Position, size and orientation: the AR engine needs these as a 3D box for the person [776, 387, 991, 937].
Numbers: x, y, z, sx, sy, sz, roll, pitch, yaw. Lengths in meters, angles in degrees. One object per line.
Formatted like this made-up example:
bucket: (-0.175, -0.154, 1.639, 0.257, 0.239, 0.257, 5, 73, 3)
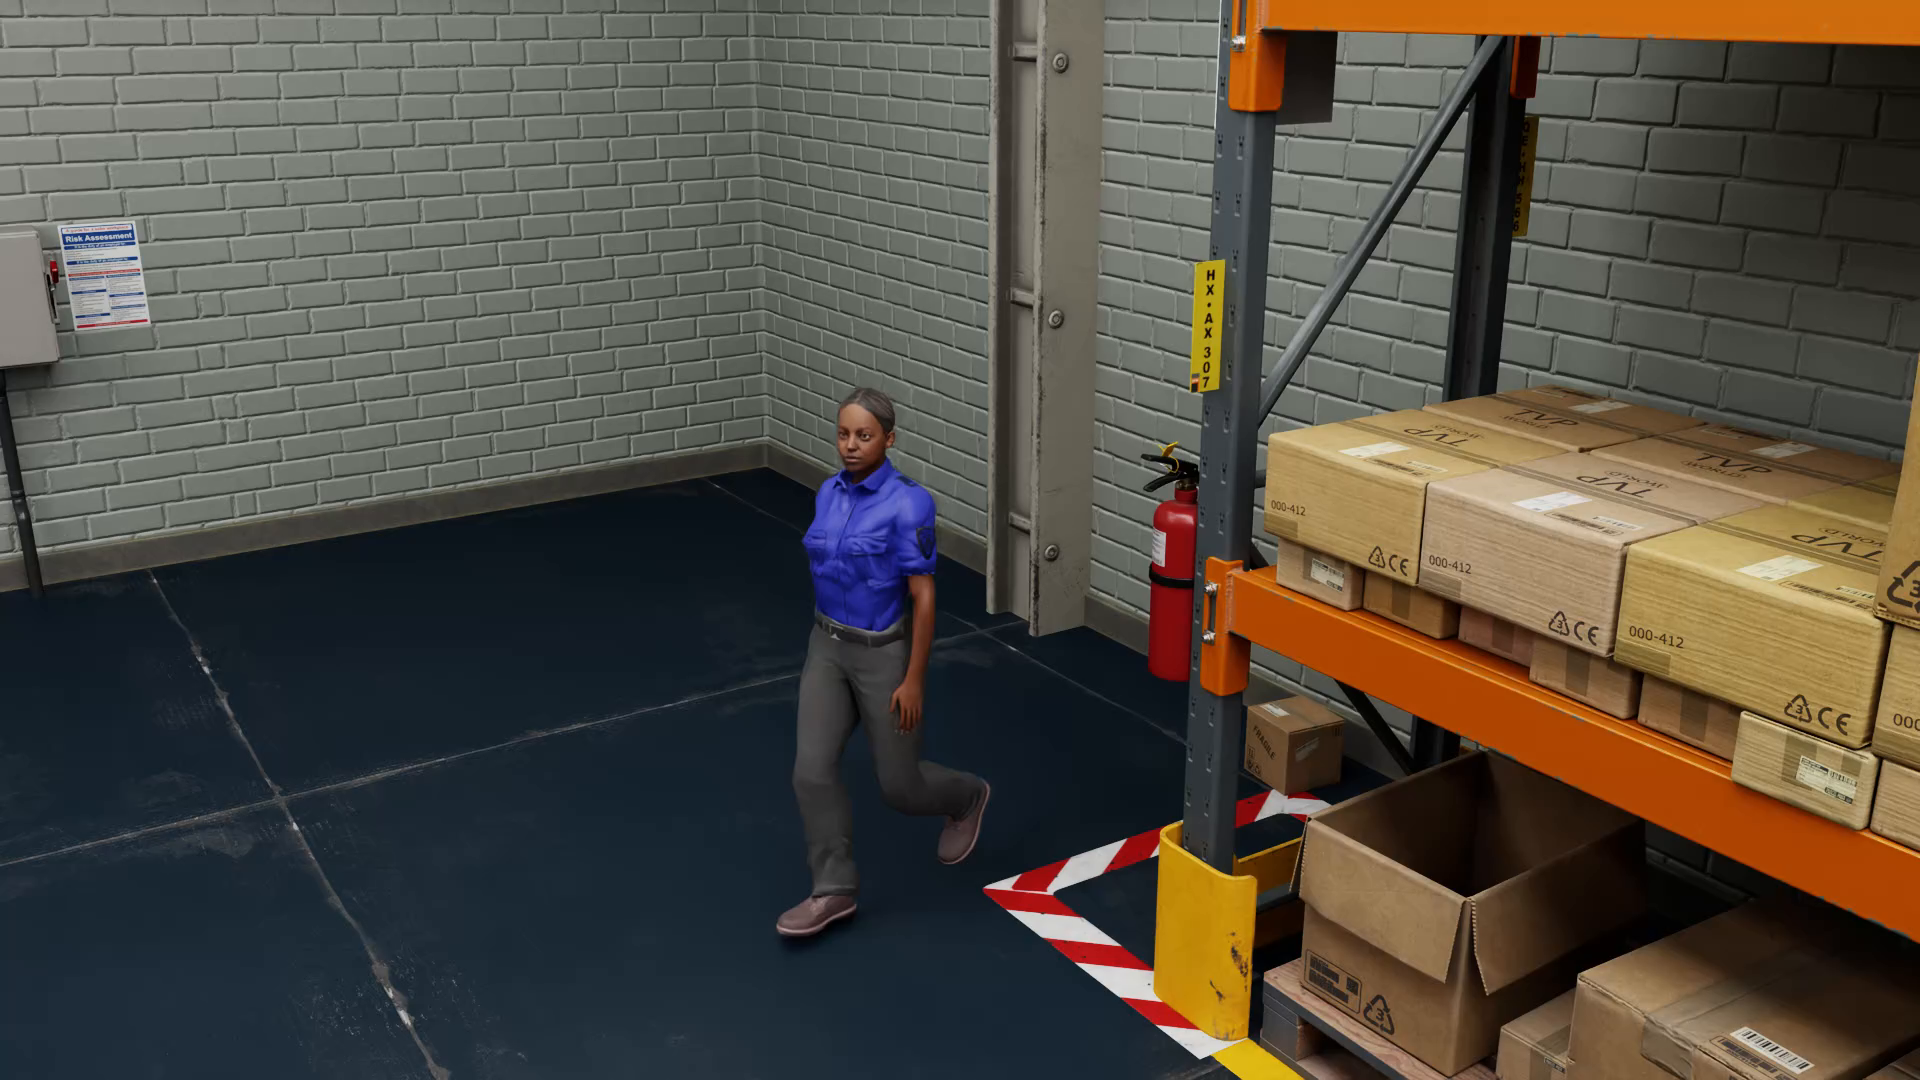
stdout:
person: (-0.248, 0.350, 4.958, 0.466, 1.622, 0.771, 13, 22, 35)
